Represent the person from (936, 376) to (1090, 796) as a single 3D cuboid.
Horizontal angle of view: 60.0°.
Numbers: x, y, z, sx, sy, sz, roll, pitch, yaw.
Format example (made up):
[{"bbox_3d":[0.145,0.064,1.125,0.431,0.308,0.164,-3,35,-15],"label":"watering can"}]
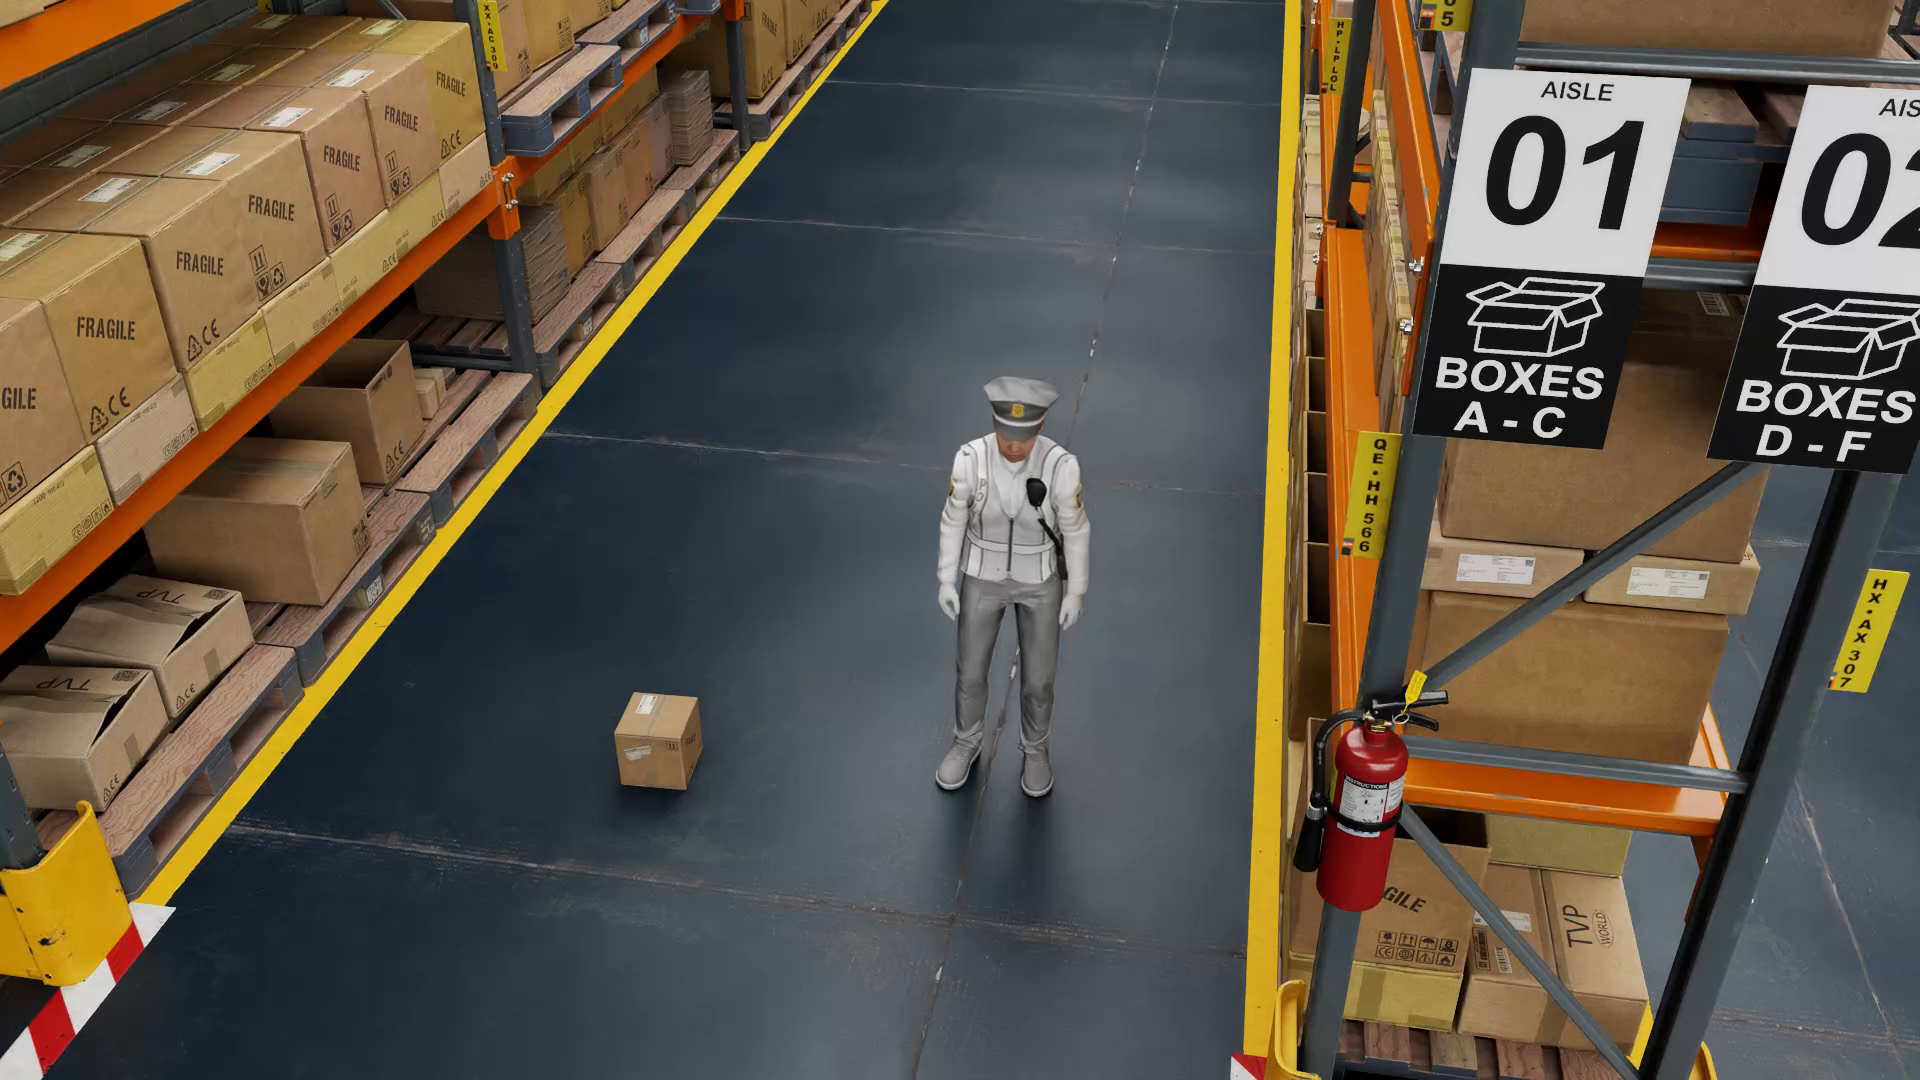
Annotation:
[{"bbox_3d":[0.185,0.166,5.875,0.534,1.663,0.379,5,33,7],"label":"person"}]
